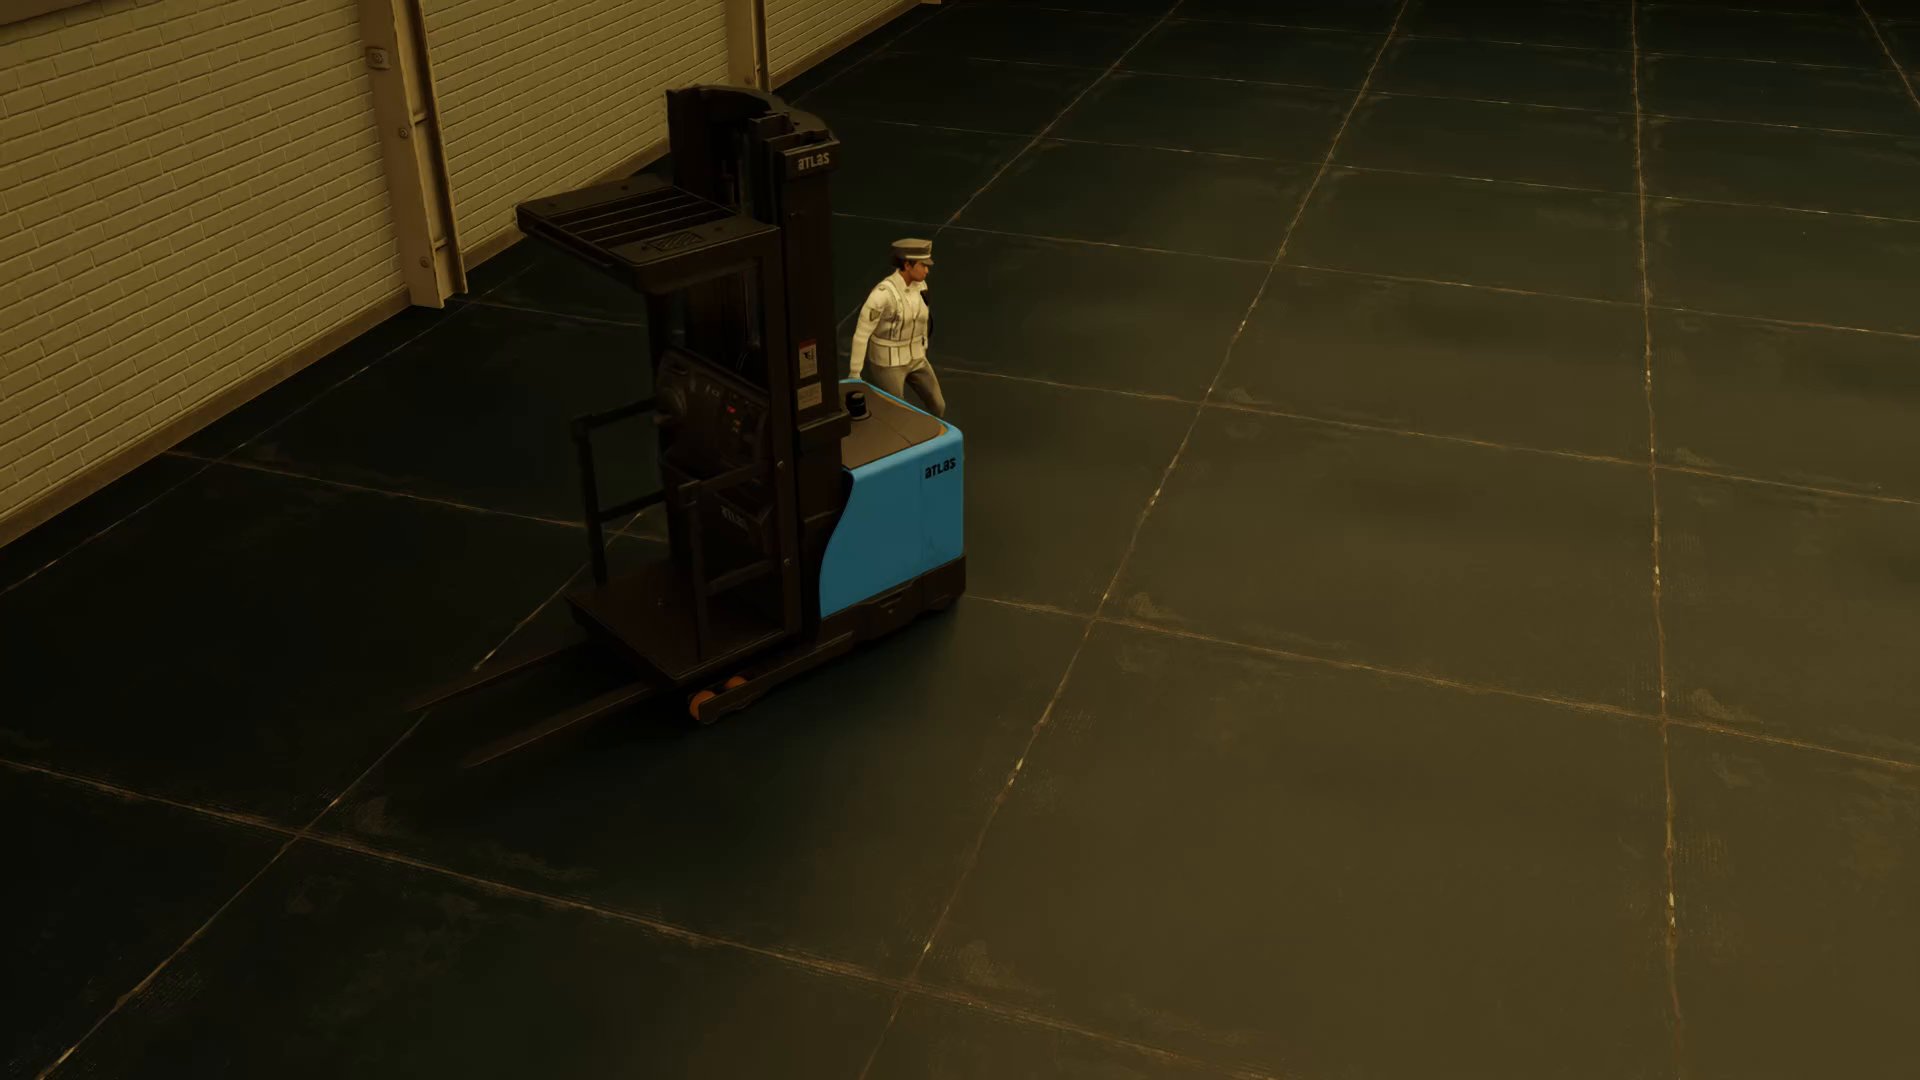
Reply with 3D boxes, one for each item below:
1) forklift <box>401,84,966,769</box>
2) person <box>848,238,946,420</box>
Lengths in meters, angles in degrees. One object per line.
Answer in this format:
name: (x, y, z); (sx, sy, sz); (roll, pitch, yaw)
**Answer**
forklift: (-1.406, -0.631, 8.244); (3.031, 2.935, 1.130); (-24, 37, -35)
person: (-0.362, -1.112, 10.425); (0.408, 1.639, 0.803); (24, 37, 35)
